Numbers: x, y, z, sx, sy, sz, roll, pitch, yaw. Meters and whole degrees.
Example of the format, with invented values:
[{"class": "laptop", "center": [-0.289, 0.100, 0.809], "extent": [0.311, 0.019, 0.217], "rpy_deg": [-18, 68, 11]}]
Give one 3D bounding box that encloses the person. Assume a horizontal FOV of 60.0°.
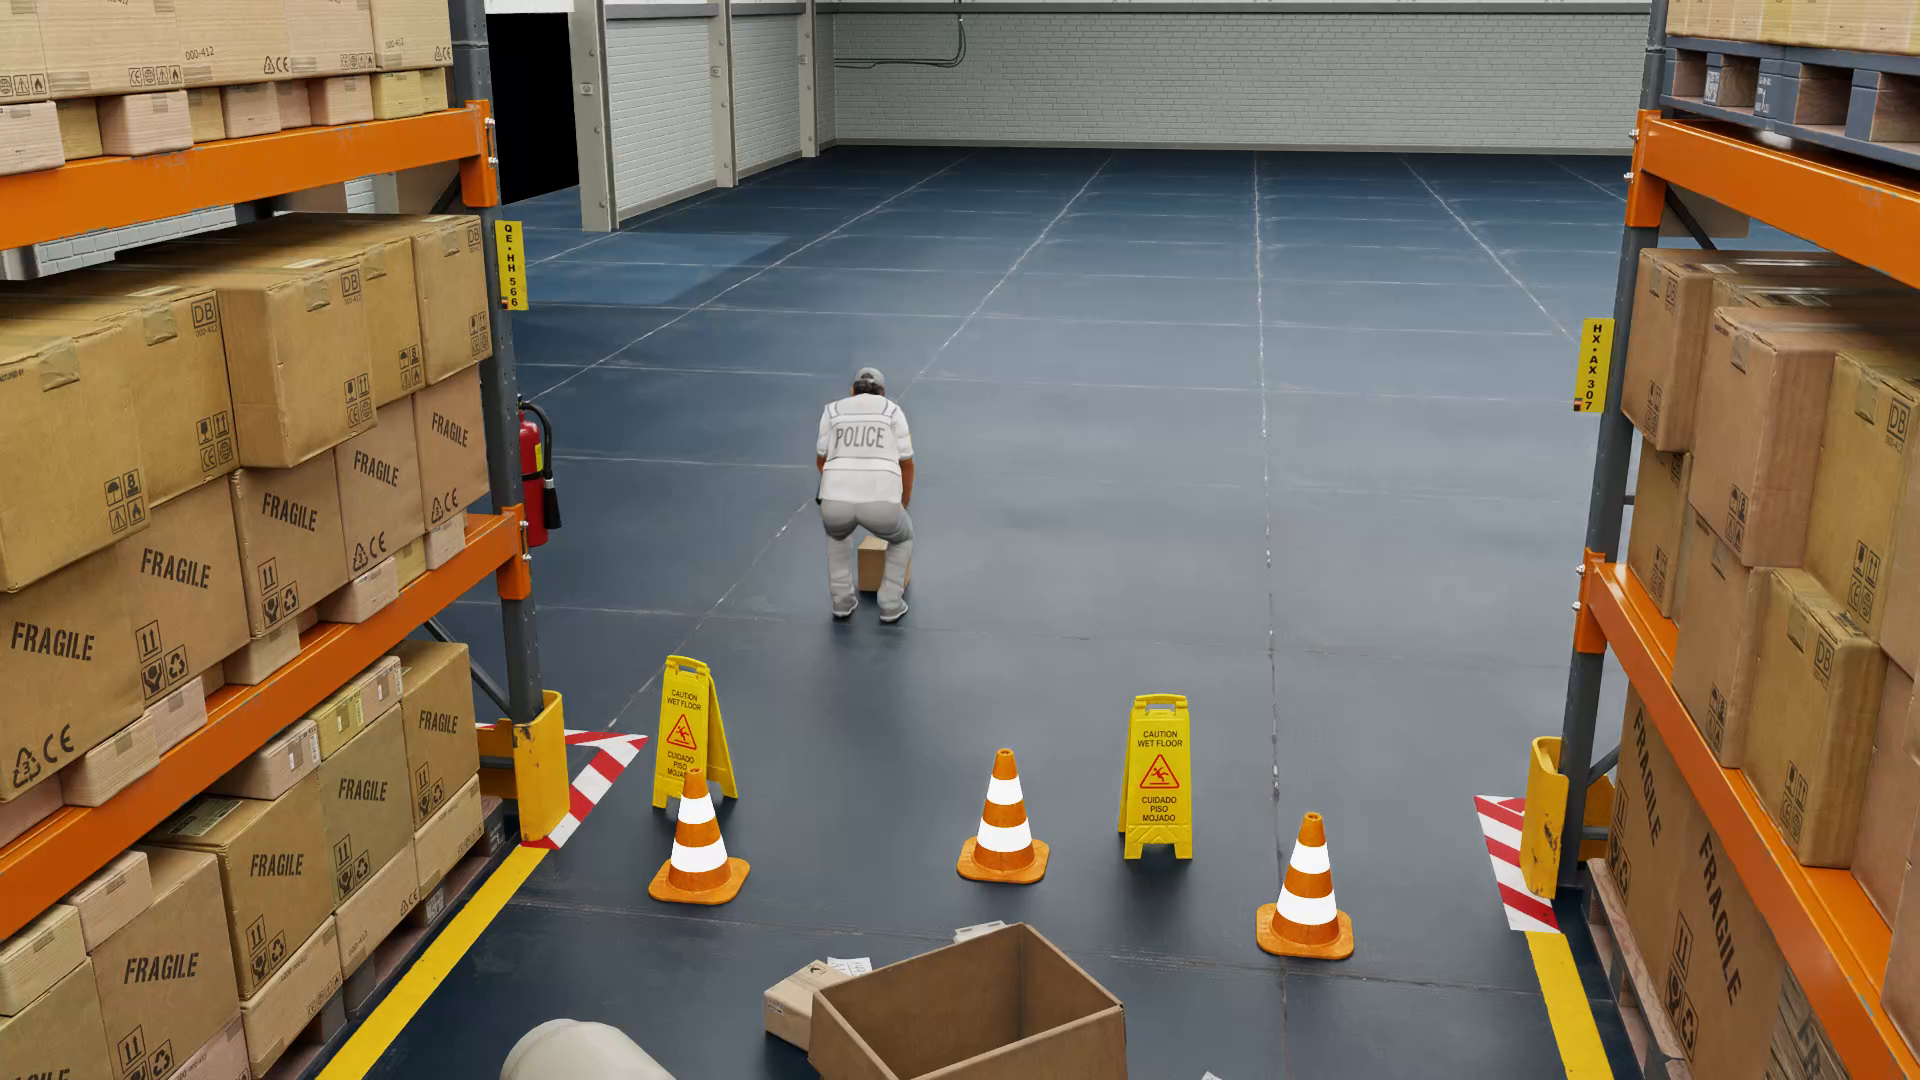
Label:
[{"class": "person", "center": [-0.524, -0.231, 8.875], "extent": [0.537, 1.294, 0.773], "rpy_deg": [3, 18, 9]}]
